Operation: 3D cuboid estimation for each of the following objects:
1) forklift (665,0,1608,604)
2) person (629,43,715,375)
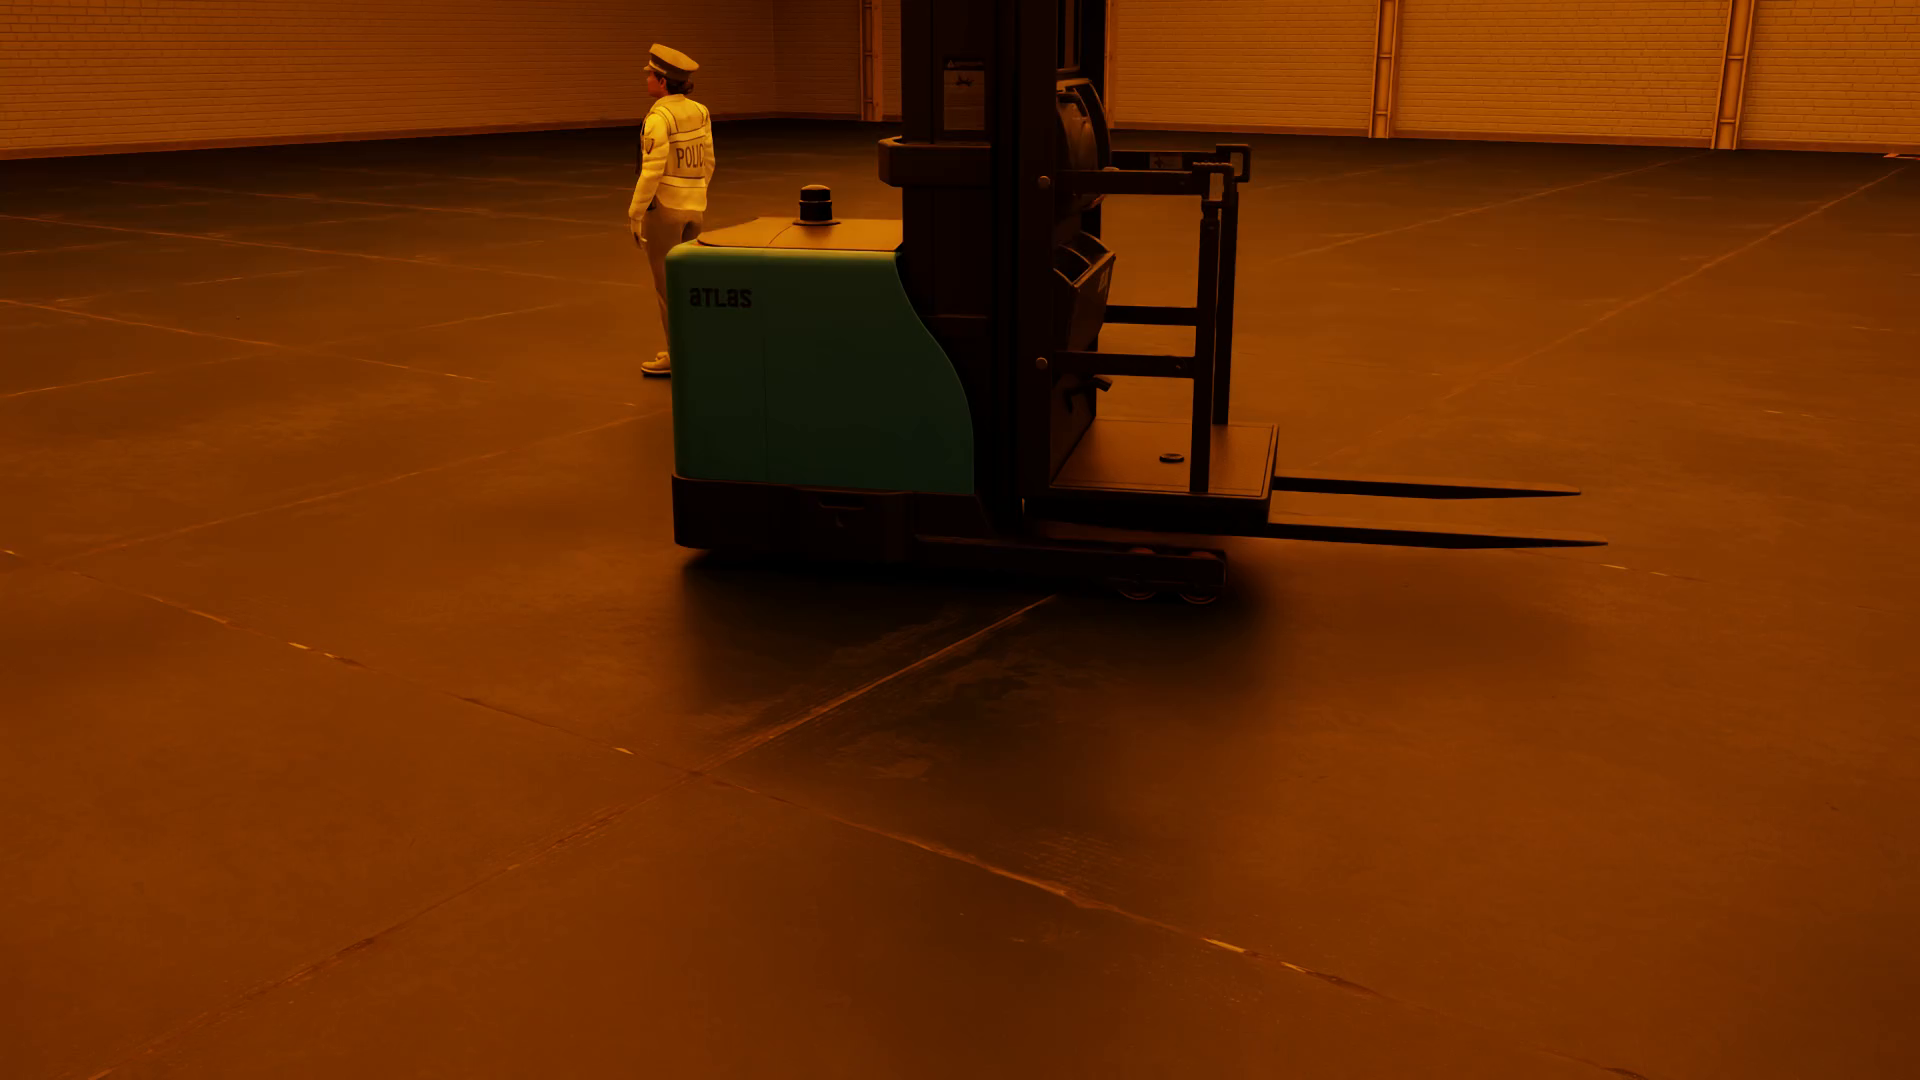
[{"bbox_3d":[0.595,-1.367,5.404,3.031,2.935,1.130,4,17,12],"label":"forklift"},{"bbox_3d":[-1.552,-1.705,8.669,0.530,1.694,0.588,8,19,26],"label":"person"}]
